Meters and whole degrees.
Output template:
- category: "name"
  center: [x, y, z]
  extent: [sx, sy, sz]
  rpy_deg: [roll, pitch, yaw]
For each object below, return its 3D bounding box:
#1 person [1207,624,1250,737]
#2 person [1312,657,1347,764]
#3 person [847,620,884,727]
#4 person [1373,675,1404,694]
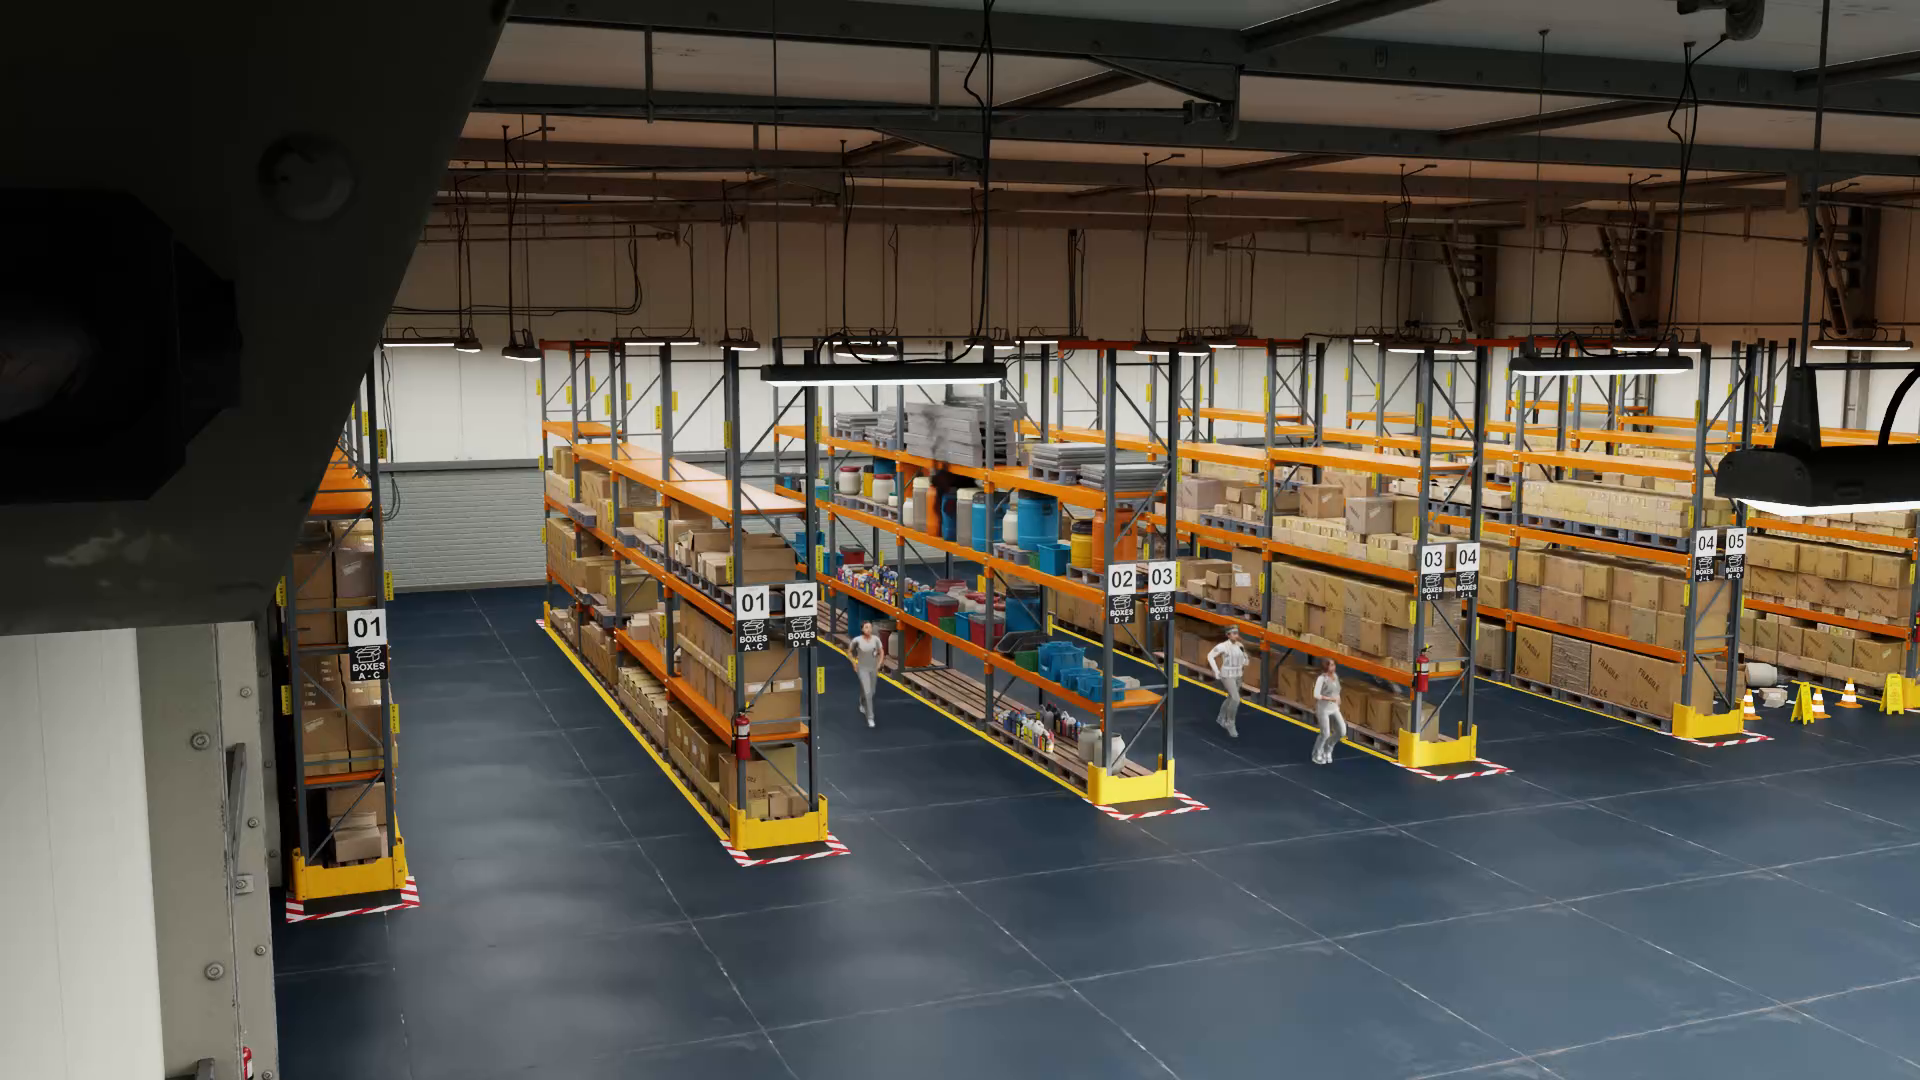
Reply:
- category: "person"
  center: [4.197, 2.159, 25.721]
  extent: [0.576, 1.749, 0.732]
  rpy_deg: [-5, 9, -34]
- category: "person"
  center: [5.291, 2.458, 23.780]
  extent: [0.540, 1.571, 0.571]
  rpy_deg: [-5, 9, -33]
- category: "person"
  center: [-1.497, 2.089, 26.490]
  extent: [0.579, 1.658, 0.850]
  rpy_deg: [-3, 8, -22]
- category: "person"
  center: [7.473, 1.729, 28.896]
  extent: [0.641, 1.762, 0.912]
  rpy_deg: [-4, 8, -26]
